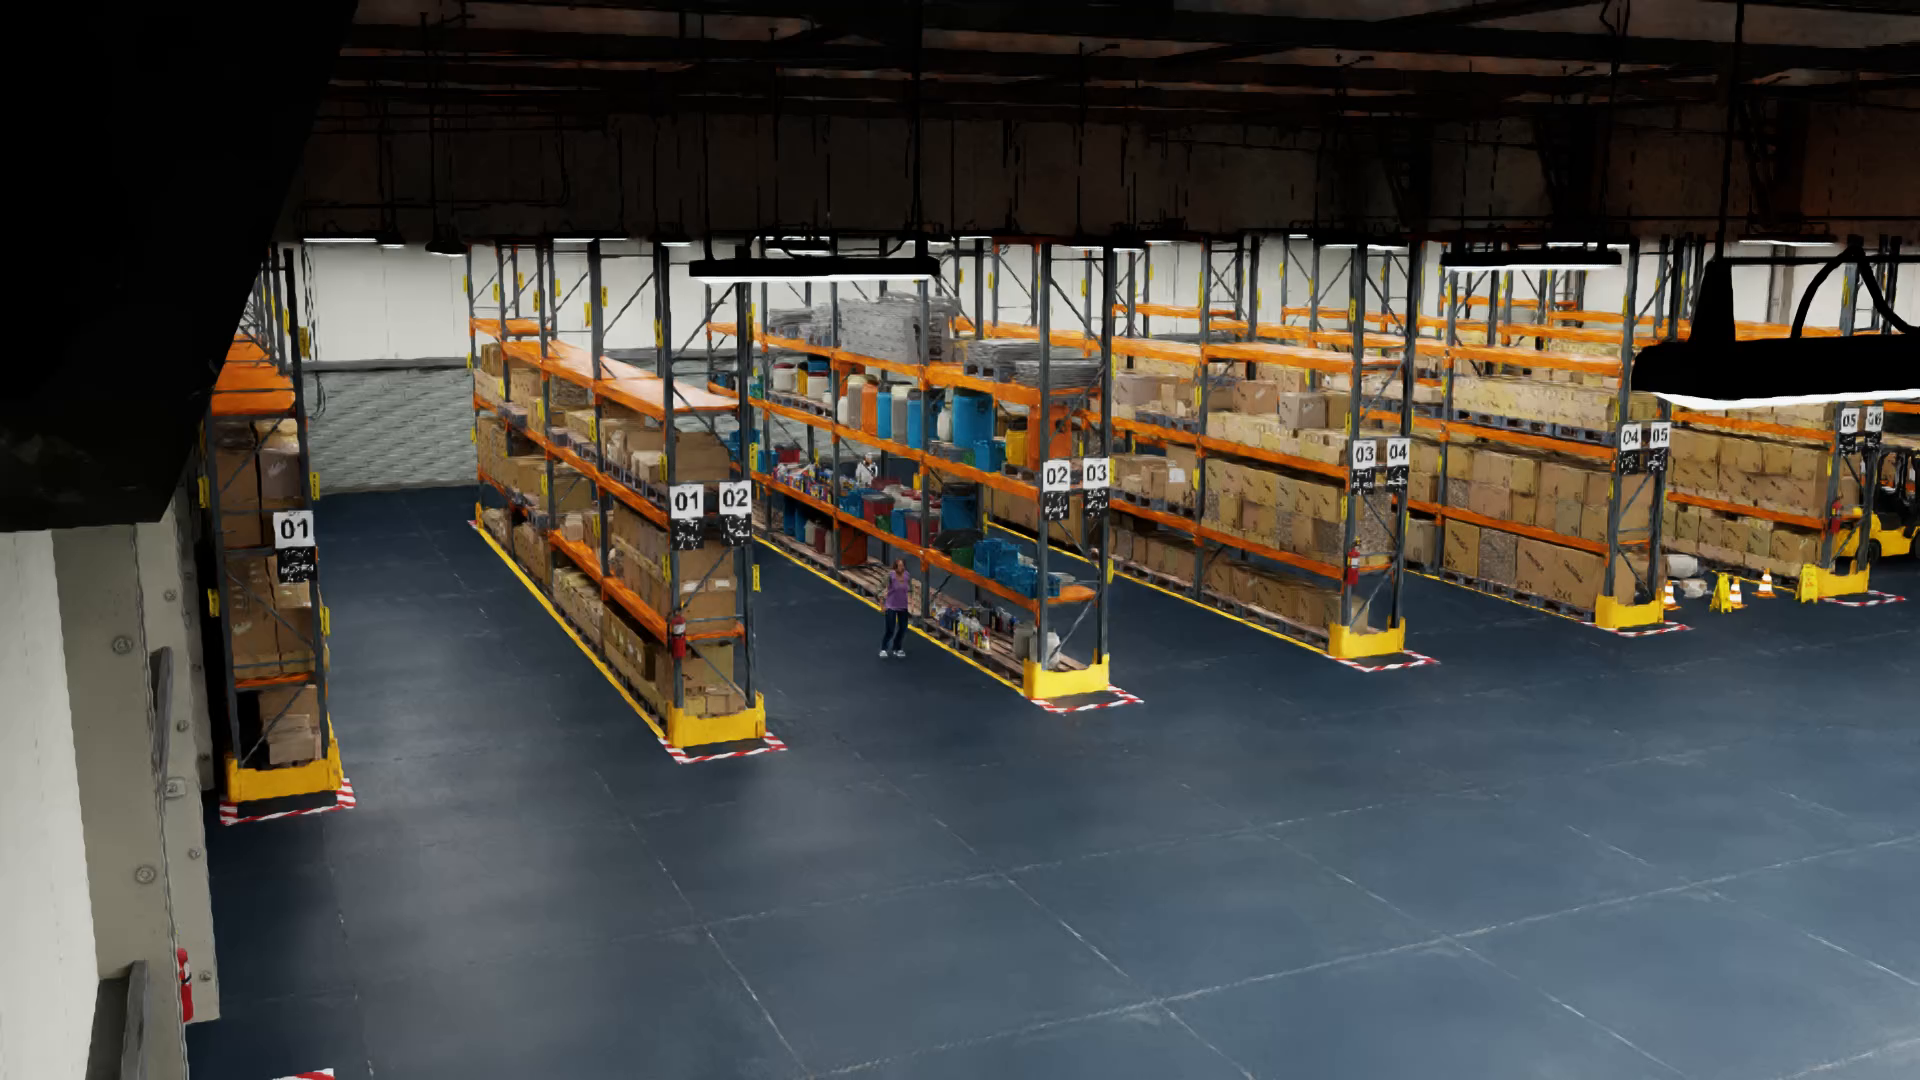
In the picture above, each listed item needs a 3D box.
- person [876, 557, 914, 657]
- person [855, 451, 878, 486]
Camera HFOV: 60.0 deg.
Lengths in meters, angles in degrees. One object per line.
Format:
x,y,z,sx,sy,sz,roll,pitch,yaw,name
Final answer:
-0.937,1.023,24.129,0.566,1.432,0.512,-5,12,-26,person
-1.915,-1.058,34.357,0.481,1.583,1.093,-5,12,-26,person
